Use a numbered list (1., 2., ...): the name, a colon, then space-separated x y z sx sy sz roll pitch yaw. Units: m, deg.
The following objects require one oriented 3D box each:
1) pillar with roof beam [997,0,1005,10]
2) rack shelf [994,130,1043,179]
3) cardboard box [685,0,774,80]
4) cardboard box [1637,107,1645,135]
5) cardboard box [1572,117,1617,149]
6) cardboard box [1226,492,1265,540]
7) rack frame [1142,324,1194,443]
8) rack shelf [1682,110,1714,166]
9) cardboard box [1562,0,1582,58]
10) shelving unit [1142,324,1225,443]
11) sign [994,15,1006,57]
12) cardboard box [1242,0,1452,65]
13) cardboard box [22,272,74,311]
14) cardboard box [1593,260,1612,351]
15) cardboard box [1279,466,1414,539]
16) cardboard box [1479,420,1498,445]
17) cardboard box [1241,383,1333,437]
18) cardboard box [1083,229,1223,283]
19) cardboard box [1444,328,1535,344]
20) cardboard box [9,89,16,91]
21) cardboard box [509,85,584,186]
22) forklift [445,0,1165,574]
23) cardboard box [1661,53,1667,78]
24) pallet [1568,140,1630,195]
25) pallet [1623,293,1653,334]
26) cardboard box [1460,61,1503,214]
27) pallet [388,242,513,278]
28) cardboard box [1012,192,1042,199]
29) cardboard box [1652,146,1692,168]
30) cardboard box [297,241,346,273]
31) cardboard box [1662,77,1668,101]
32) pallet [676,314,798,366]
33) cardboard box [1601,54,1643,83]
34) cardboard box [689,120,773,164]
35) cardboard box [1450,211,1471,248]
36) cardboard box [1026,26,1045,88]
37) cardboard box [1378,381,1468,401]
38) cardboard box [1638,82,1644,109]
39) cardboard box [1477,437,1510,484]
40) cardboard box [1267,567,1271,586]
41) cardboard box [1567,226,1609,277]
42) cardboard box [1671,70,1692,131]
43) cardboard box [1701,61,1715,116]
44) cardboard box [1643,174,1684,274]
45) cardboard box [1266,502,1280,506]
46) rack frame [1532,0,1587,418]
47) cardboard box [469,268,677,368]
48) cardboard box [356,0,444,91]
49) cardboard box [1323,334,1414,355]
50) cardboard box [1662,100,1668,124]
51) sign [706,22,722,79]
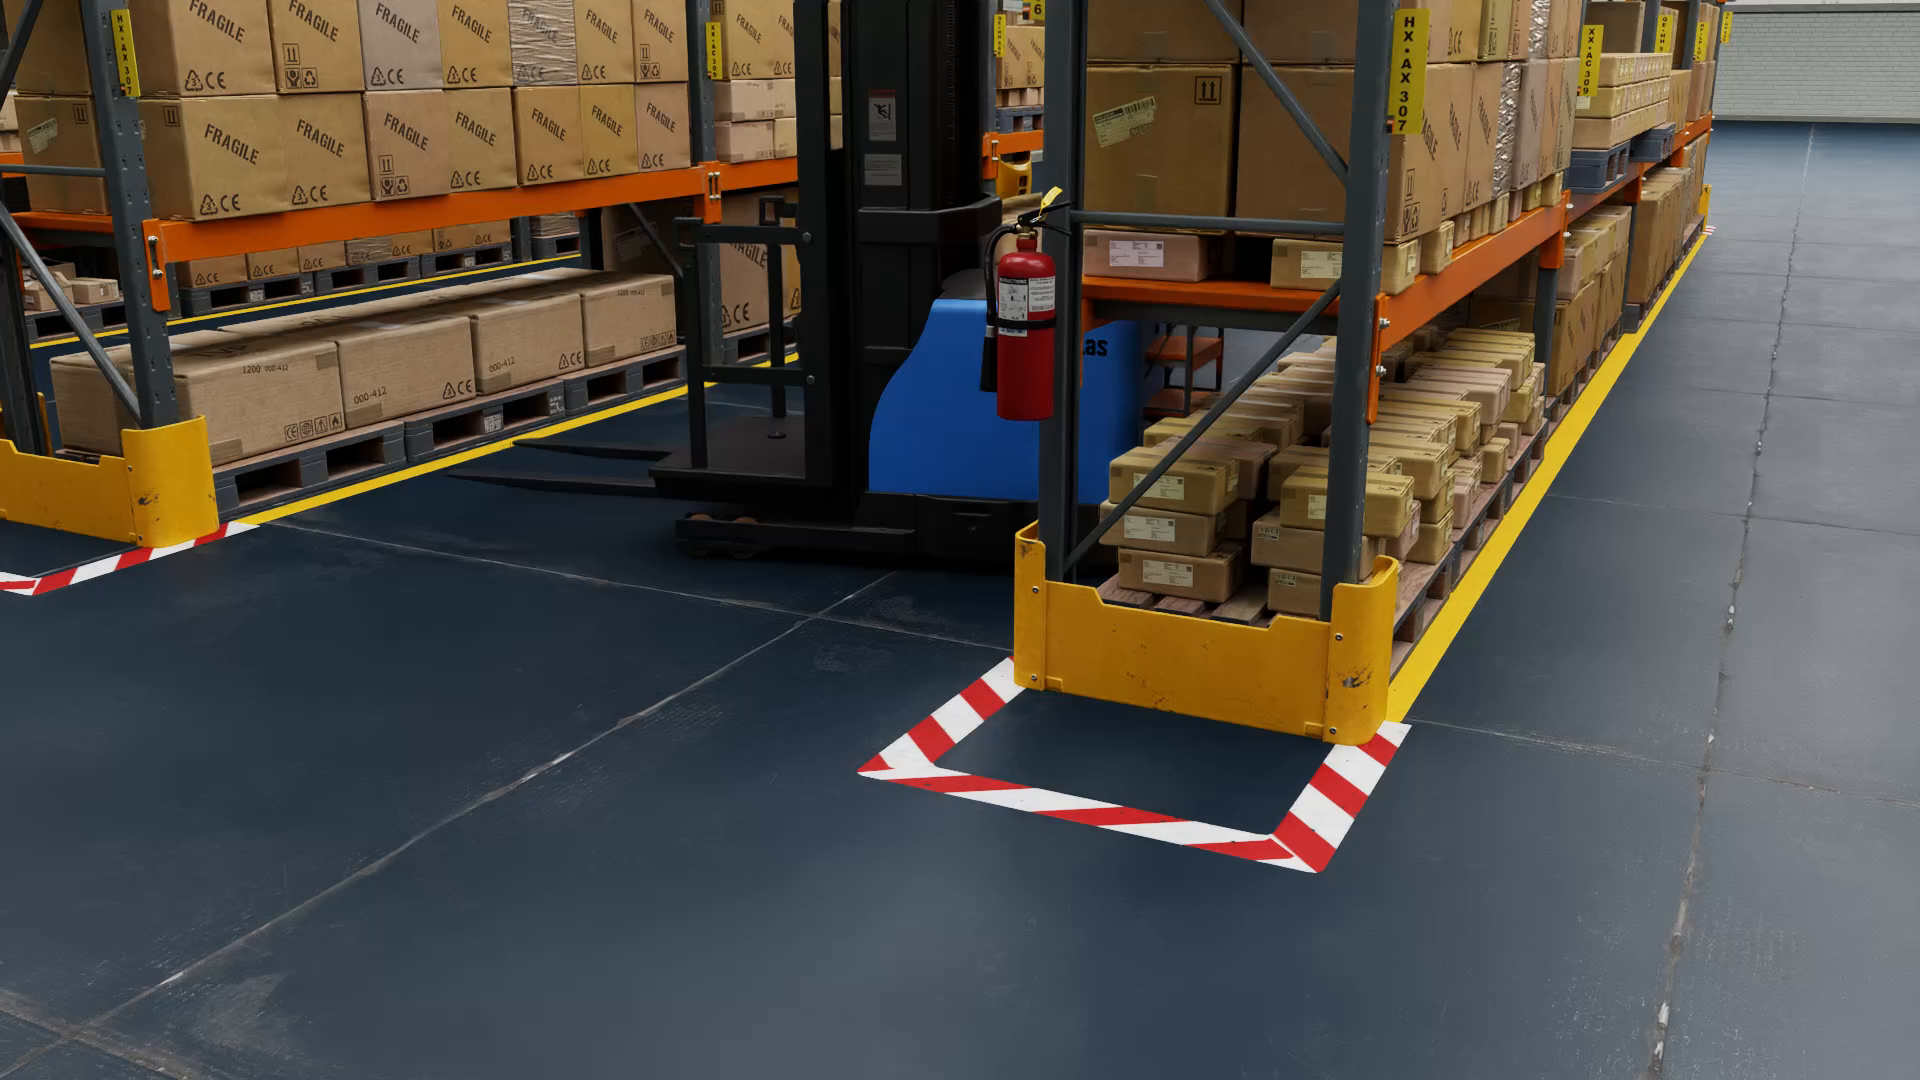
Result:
1. pillar with roof beam: 4.368 -10.020 24.954 9.100 9.000 0.400 8 18 25
2. rack shelf: 0.715 -3.722 15.551 1.077 0.370 4.000 8 18 25
3. cardboard box: -1.513 -3.141 10.401 0.500 0.500 0.500 8 18 26
4. cardboard box: 3.789 -2.454 9.723 0.380 0.149 0.250 7 18 23
5. cardboard box: 3.095 -2.057 8.387 0.380 0.149 0.250 7 18 23
6. cardboard box: 0.865 -0.124 5.919 0.380 0.149 0.250 8 18 24
7. rack frame: 0.773 -0.502 6.452 0.240 1.200 0.015 7 17 22
8. rack shelf: 6.975 -4.137 16.948 1.077 0.370 4.000 8 18 25
9. cardboard box: 2.539 -2.450 7.552 0.500 0.500 0.500 7 18 23
10. shelving unit: 0.868 -0.564 6.668 0.258 1.200 0.503 7 17 22
11. sign: 0.319 -4.043 13.334 0.100 0.325 0.005 8 18 25
12. cardboard box: 1.158 -1.666 4.912 0.500 0.500 0.500 8 18 25
13. cardboard box: -6.554 -1.790 11.846 0.396 0.266 0.258 9 19 27
14. cardboard box: 3.777 -1.487 10.416 0.500 0.500 0.500 7 18 23
15. cardboard box: 1.258 -0.126 5.405 0.380 0.149 0.250 7 18 23
16. cardboard box: 2.141 -0.531 7.293 0.380 0.149 0.250 9 19 27
17. cardboard box: 1.355 -0.528 6.759 0.380 0.149 0.250 7 18 24
18. cardboard box: 0.612 -0.914 5.276 0.380 0.149 0.250 8 18 25
19. cardboard box: 2.581 -0.931 8.115 0.380 0.149 0.250 9 19 27
20. cardboard box: -6.872 -3.148 12.096 0.500 0.250 0.500 8 18 25
21. cardboard box: -2.382 -2.174 8.901 0.500 0.500 0.500 8 18 25
22. forklift: -0.685 -1.472 6.832 3.031 2.935 1.130 4 17 13
23. cardboard box: 4.254 -3.006 10.536 0.380 0.149 0.250 9 19 27
24. pallet: 2.979 -2.019 8.890 1.003 0.211 1.213 8 18 25
25. pallet: 4.714 -1.808 12.741 1.003 0.211 1.213 8 18 25
26. cardboard box: 1.614 -1.448 5.934 0.500 0.500 0.500 8 18 26
27. pallet: -4.989 -2.666 15.630 1.003 0.211 1.213 8 18 25
28. cardboard box: 1.058 -3.201 16.410 0.950 0.372 0.625 9 19 29
29. cardboard box: 6.425 -3.306 15.883 0.875 0.875 0.875 8 19 26
30. cardboard box: -5.535 -2.530 13.928 0.500 0.500 0.500 8 18 24
31. cardboard box: 4.363 -2.925 10.785 0.380 0.149 0.250 9 19 27
32. pallet: -1.689 -1.408 11.395 1.003 0.211 1.213 8 18 25
33. cardboard box: 3.558 -2.608 9.195 0.380 0.149 0.250 8 18 25
34. cardboard box: -1.534 -2.545 10.589 0.500 0.250 0.500 8 18 24
35. cardboard box: 1.674 -1.177 6.159 0.380 0.149 0.250 8 18 24
36. cardboard box: 0.455 -4.168 14.354 0.500 0.500 0.500 9 19 28
37. cardboard box: 1.855 -0.540 6.798 0.380 0.149 0.250 8 18 26
38. cardboard box: 3.676 -2.535 9.472 0.380 0.149 0.250 8 18 24
39. cardboard box: 2.174 -0.362 7.246 0.380 0.149 0.250 8 18 25
40. cardboard box: 1.284 0.080 5.757 0.380 0.149 0.250 8 18 25
41. cardboard box: 3.541 -1.717 9.873 0.500 0.250 0.500 9 19 27
42. cardboard box: 6.088 -3.853 14.554 0.500 0.500 0.500 8 18 25
43. cardboard box: 7.518 -4.820 17.721 0.875 0.550 0.550 8 18 25
44. cardboard box: 5.450 -2.680 13.994 1.050 0.750 0.750 8 18 25
45. cardboard box: 1.086 -0.110 6.397 0.380 0.149 0.250 8 18 26
46. rack frame: 2.507 -1.935 8.270 1.000 3.000 0.127 8 18 25
47. cardboard box: -2.343 -1.366 10.116 0.875 0.438 0.875 8 18 25
48. cardboard box: -2.837 -2.398 7.897 0.500 0.500 0.500 8 18 25
49. cardboard box: 1.992 -0.931 8.114 0.380 0.149 0.250 9 19 28
50. cardboard box: 4.485 -2.850 11.056 0.380 0.149 0.250 8 19 26
51. sign: -1.469 -2.921 9.933 0.100 0.325 0.005 8 18 25
